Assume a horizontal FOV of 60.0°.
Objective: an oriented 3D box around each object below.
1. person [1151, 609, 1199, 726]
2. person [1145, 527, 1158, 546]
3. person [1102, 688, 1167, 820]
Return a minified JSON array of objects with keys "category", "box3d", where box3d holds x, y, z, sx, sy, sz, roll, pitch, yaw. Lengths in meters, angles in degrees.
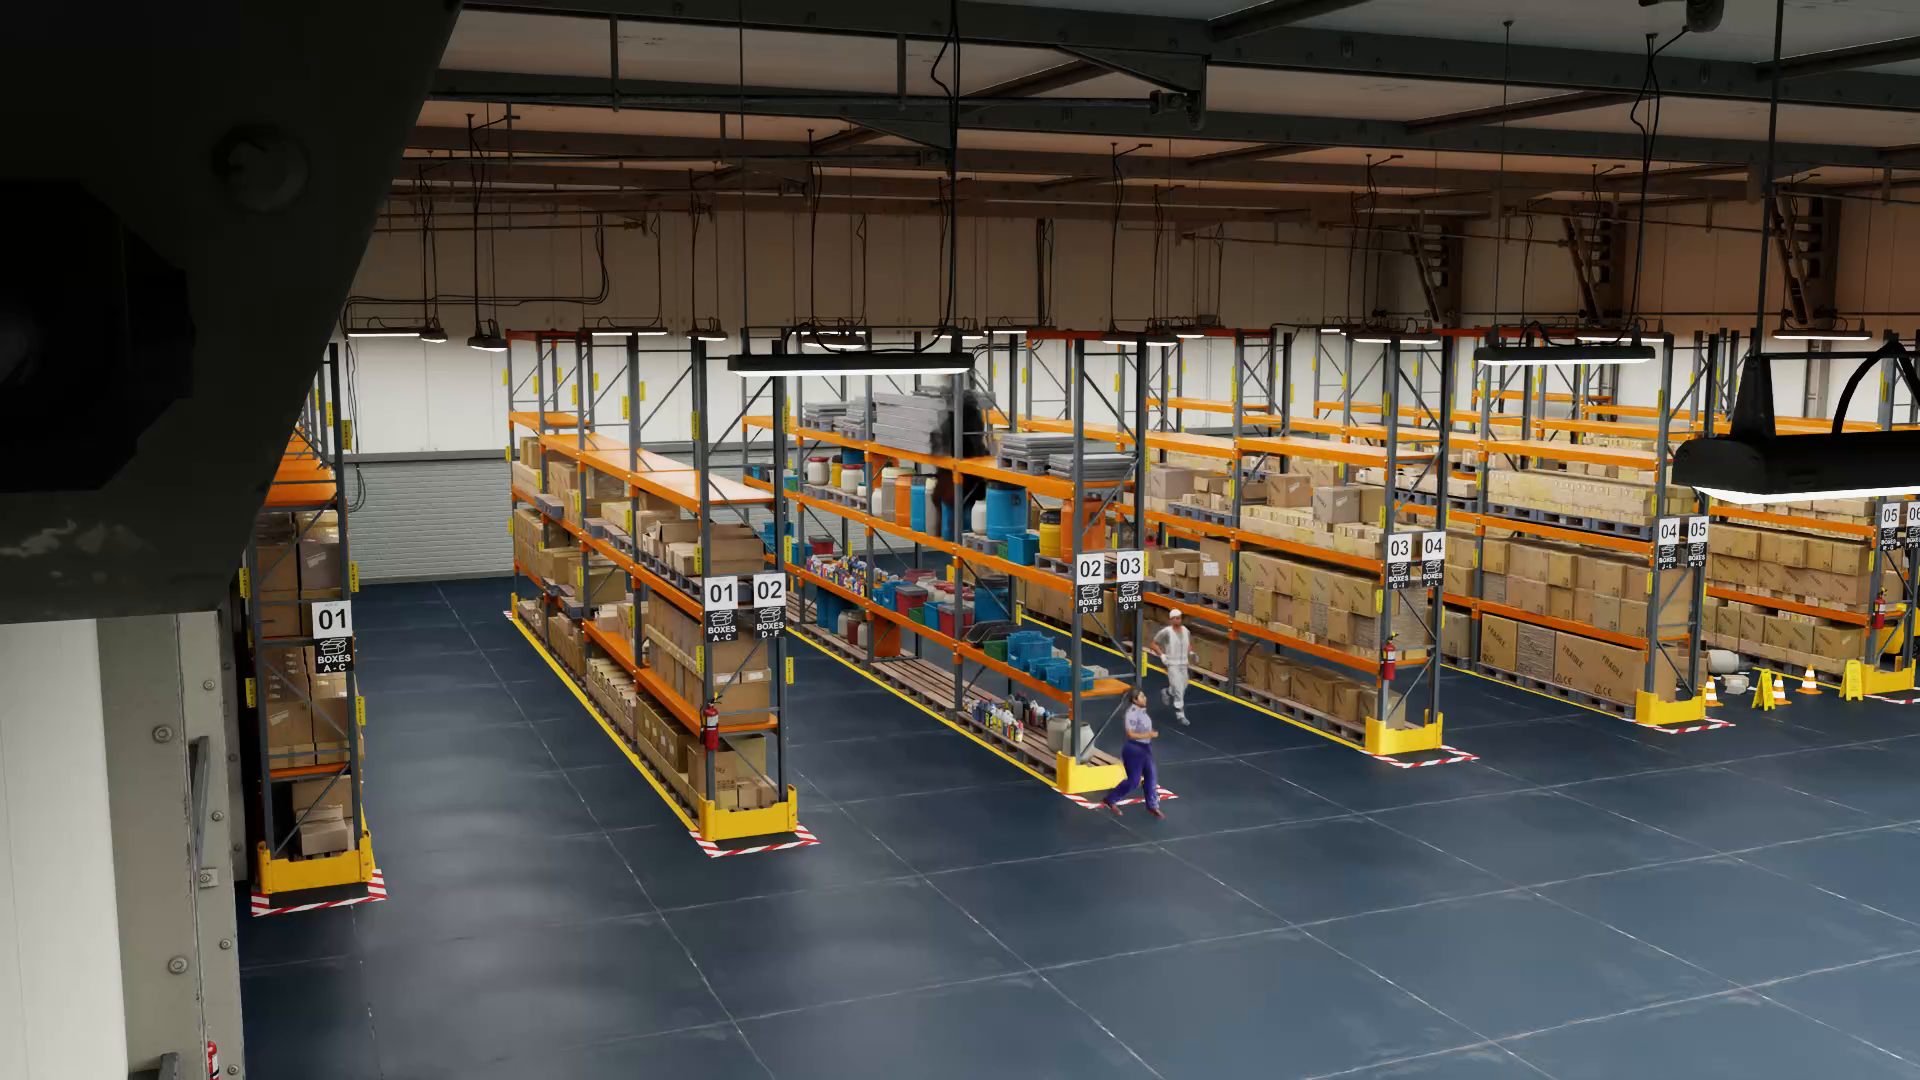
[{"category":"person","box3d":[3.334,1.949,25.929,0.655,1.774,0.845,-4,9,-28]},{"category":"person","box3d":[4.133,0.549,36.386,0.674,1.682,0.782,-4,9,-30]},{"category":"person","box3d":[2.197,2.695,20.874,0.790,1.695,0.611,3,8,19]}]
